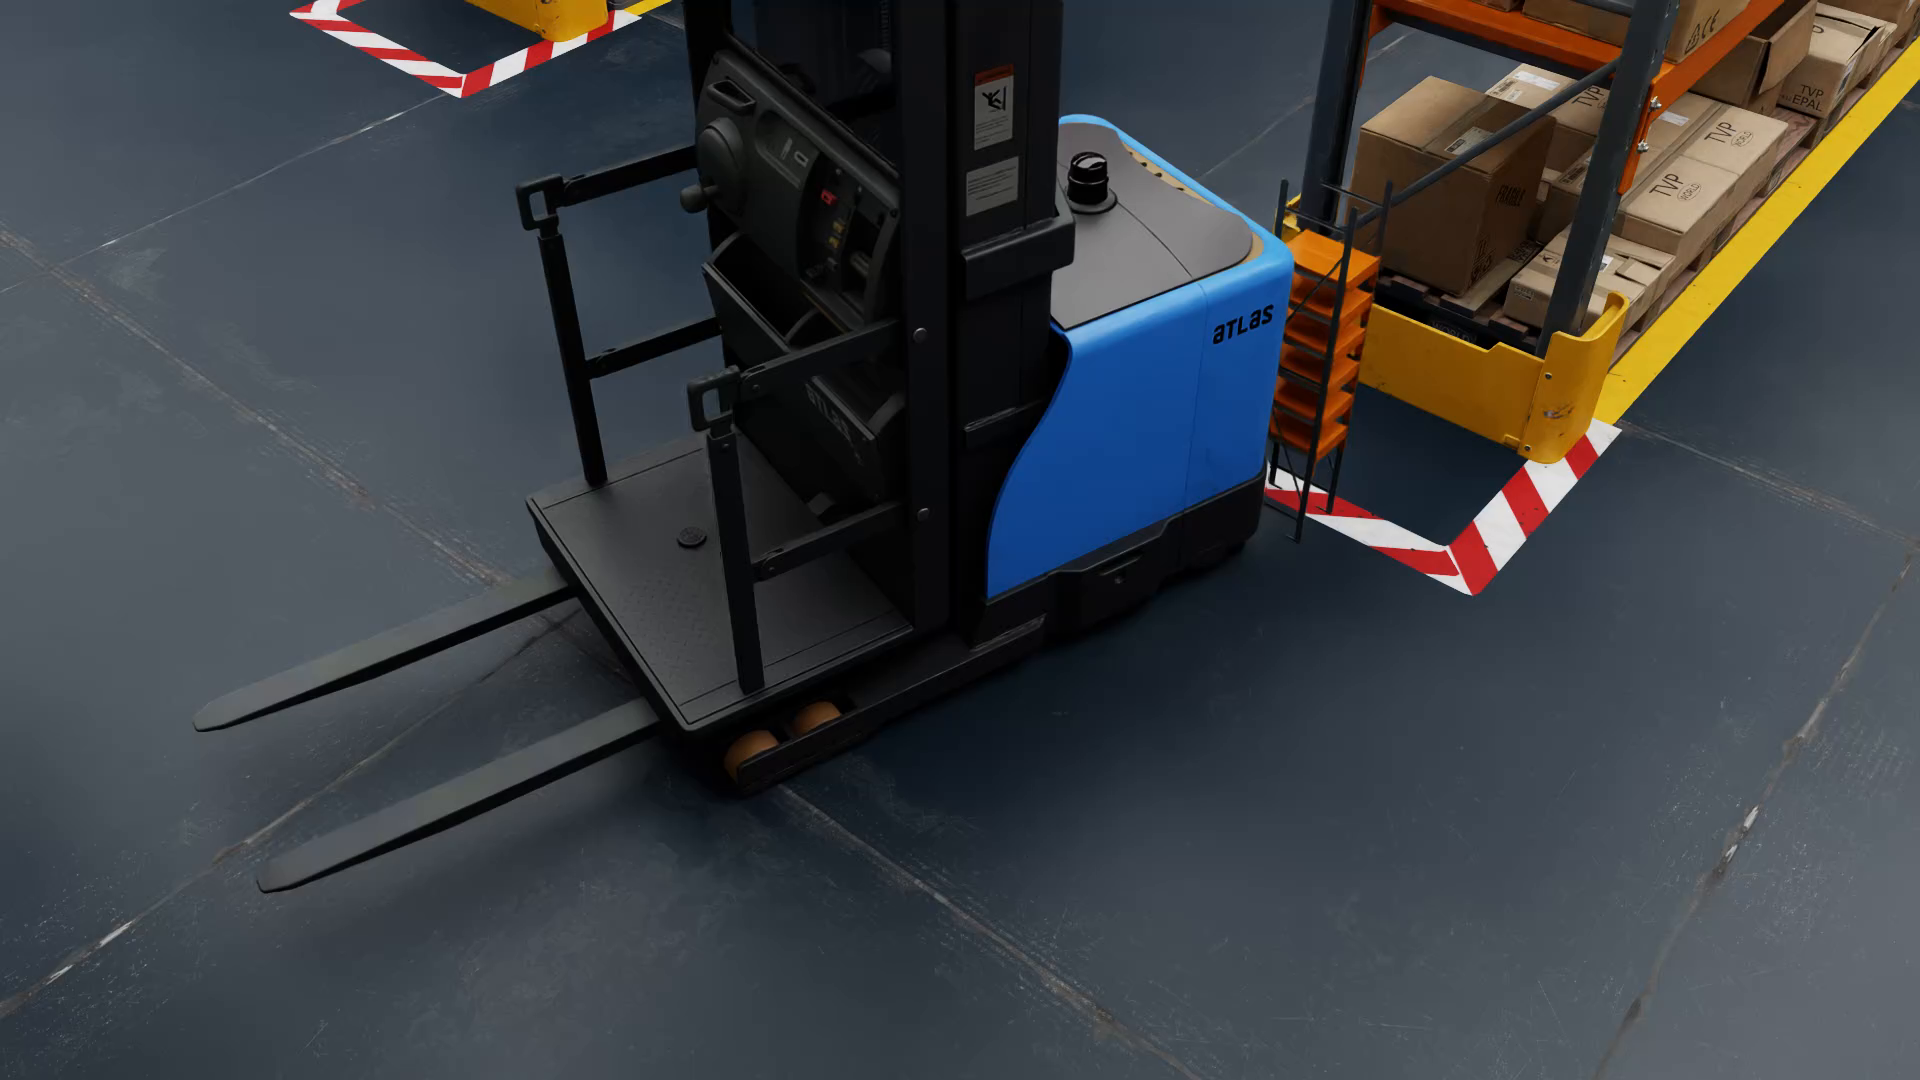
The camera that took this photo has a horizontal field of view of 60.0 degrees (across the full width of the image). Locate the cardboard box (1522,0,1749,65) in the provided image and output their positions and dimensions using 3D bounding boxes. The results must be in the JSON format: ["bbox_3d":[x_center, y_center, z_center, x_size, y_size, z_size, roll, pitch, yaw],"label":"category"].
[{"bbox_3d":[2.062,-1.797,4.923,0.500,0.500,0.500,31,50,29],"label":"cardboard box"}]

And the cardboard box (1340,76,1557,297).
[{"bbox_3d":[1.736,-1.271,5.949,0.500,0.500,0.500,29,50,28],"label":"cardboard box"}]

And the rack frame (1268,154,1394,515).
[{"bbox_3d":[1.098,-0.581,4.995,0.240,1.200,0.006,30,50,30],"label":"rack frame"}]

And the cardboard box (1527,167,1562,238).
[{"bbox_3d":[2.066,-1.317,6.247,0.380,0.166,0.250,29,50,28],"label":"cardboard box"}]

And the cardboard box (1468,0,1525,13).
[{"bbox_3d":[1.655,-2.031,5.180,0.500,0.500,0.500,31,51,30],"label":"cardboard box"}]

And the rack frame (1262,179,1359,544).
[{"bbox_3d":[0.976,-0.490,4.894,0.240,1.200,0.006,30,50,30],"label":"rack frame"}]

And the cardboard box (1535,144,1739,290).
[{"bbox_3d":[2.463,-1.206,6.064,0.500,0.250,0.500,29,50,28],"label":"cardboard box"}]

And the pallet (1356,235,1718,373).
[{"bbox_3d":[2.136,-1.064,6.264,1.003,0.211,1.213,29,50,28],"label":"pallet"}]

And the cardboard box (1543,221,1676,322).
[{"bbox_3d":[2.268,-0.956,5.851,0.380,0.166,0.250,29,50,28],"label":"cardboard box"}]

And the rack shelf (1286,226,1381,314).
[{"bbox_3d":[1.035,-0.771,4.734,0.258,0.103,0.180,30,50,30],"label":"rack shelf"}]

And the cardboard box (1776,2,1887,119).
[{"bbox_3d":[3.517,-2.071,6.970,0.500,0.311,0.500,29,50,28],"label":"cardboard box"}]

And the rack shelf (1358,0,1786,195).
[{"bbox_3d":[2.862,-2.410,6.205,1.077,0.370,4.000,29,50,28],"label":"rack shelf"}]

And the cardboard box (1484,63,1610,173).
[{"bbox_3d":[2.370,-1.654,6.556,0.500,0.250,0.500,29,50,28],"label":"cardboard box"}]

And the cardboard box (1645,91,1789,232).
[{"bbox_3d":[2.785,-1.463,6.347,0.500,0.250,0.500,29,50,28],"label":"cardboard box"}]

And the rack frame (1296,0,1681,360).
[{"bbox_3d":[1.575,-1.646,4.831,1.000,3.000,0.127,29,50,28],"label":"rack frame"}]

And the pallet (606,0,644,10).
[{"bbox_3d":[-1.654,-3.169,8.578,1.003,0.211,1.213,29,50,28],"label":"pallet"}]

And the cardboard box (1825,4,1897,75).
[{"bbox_3d":[3.804,-2.178,7.208,0.380,0.149,0.250,29,50,28],"label":"cardboard box"}]

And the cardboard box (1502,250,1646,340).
[{"bbox_3d":[2.107,-0.821,5.715,0.380,0.149,0.250,29,50,28],"label":"cardboard box"}]

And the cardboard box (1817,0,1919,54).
[{"bbox_3d":[3.999,-2.527,7.331,0.500,0.500,0.500,29,50,28],"label":"cardboard box"}]

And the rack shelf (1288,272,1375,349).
[{"bbox_3d":[1.036,-0.681,4.814,0.258,0.103,0.180,30,50,30],"label":"rack shelf"}]

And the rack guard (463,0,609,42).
[{"bbox_3d":[-2.220,-2.850,8.012,1.175,0.500,0.348,29,50,28],"label":"rack guard"}]

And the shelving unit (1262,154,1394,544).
[{"bbox_3d":[1.037,-0.535,4.944,0.258,1.200,0.189,30,50,30],"label":"shelving unit"}]

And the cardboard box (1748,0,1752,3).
[{"bbox_3d":[2.390,-2.065,5.217,0.500,0.500,0.500,29,50,28],"label":"cardboard box"}]

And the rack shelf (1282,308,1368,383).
[{"bbox_3d":[1.037,-0.592,4.894,0.258,0.103,0.180,30,50,30],"label":"rack shelf"}]

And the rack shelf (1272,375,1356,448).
[{"bbox_3d":[1.038,-0.413,5.054,0.258,0.103,0.180,30,50,30],"label":"rack shelf"}]

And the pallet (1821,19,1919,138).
[{"bbox_3d":[3.706,-2.321,7.645,1.003,0.211,1.213,29,50,28],"label":"pallet"}]

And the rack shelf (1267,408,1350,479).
[{"bbox_3d":[1.039,-0.323,5.134,0.258,0.103,0.180,30,50,30],"label":"rack shelf"}]

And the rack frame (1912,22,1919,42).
[{"bbox_3d":[4.149,-3.706,7.096,1.000,3.000,0.127,29,50,28],"label":"rack frame"}]

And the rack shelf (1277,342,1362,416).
[{"bbox_3d":[1.038,-0.502,4.974,0.258,0.103,0.180,30,50,30],"label":"rack shelf"}]

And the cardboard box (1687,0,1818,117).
[{"bbox_3d":[2.944,-1.975,6.721,0.797,0.503,0.637,29,50,28],"label":"cardboard box"}]

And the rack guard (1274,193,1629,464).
[{"bbox_3d":[1.624,-0.760,5.714,1.175,0.500,0.348,29,50,28],"label":"rack guard"}]

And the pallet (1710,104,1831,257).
[{"bbox_3d":[2.921,-1.690,6.951,1.003,0.211,1.213,29,50,28],"label":"pallet"}]

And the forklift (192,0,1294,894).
[{"bbox_3d":[-0.583,-0.814,3.966,3.031,2.935,1.130,-23,47,-24],"label":"forklift"}]
